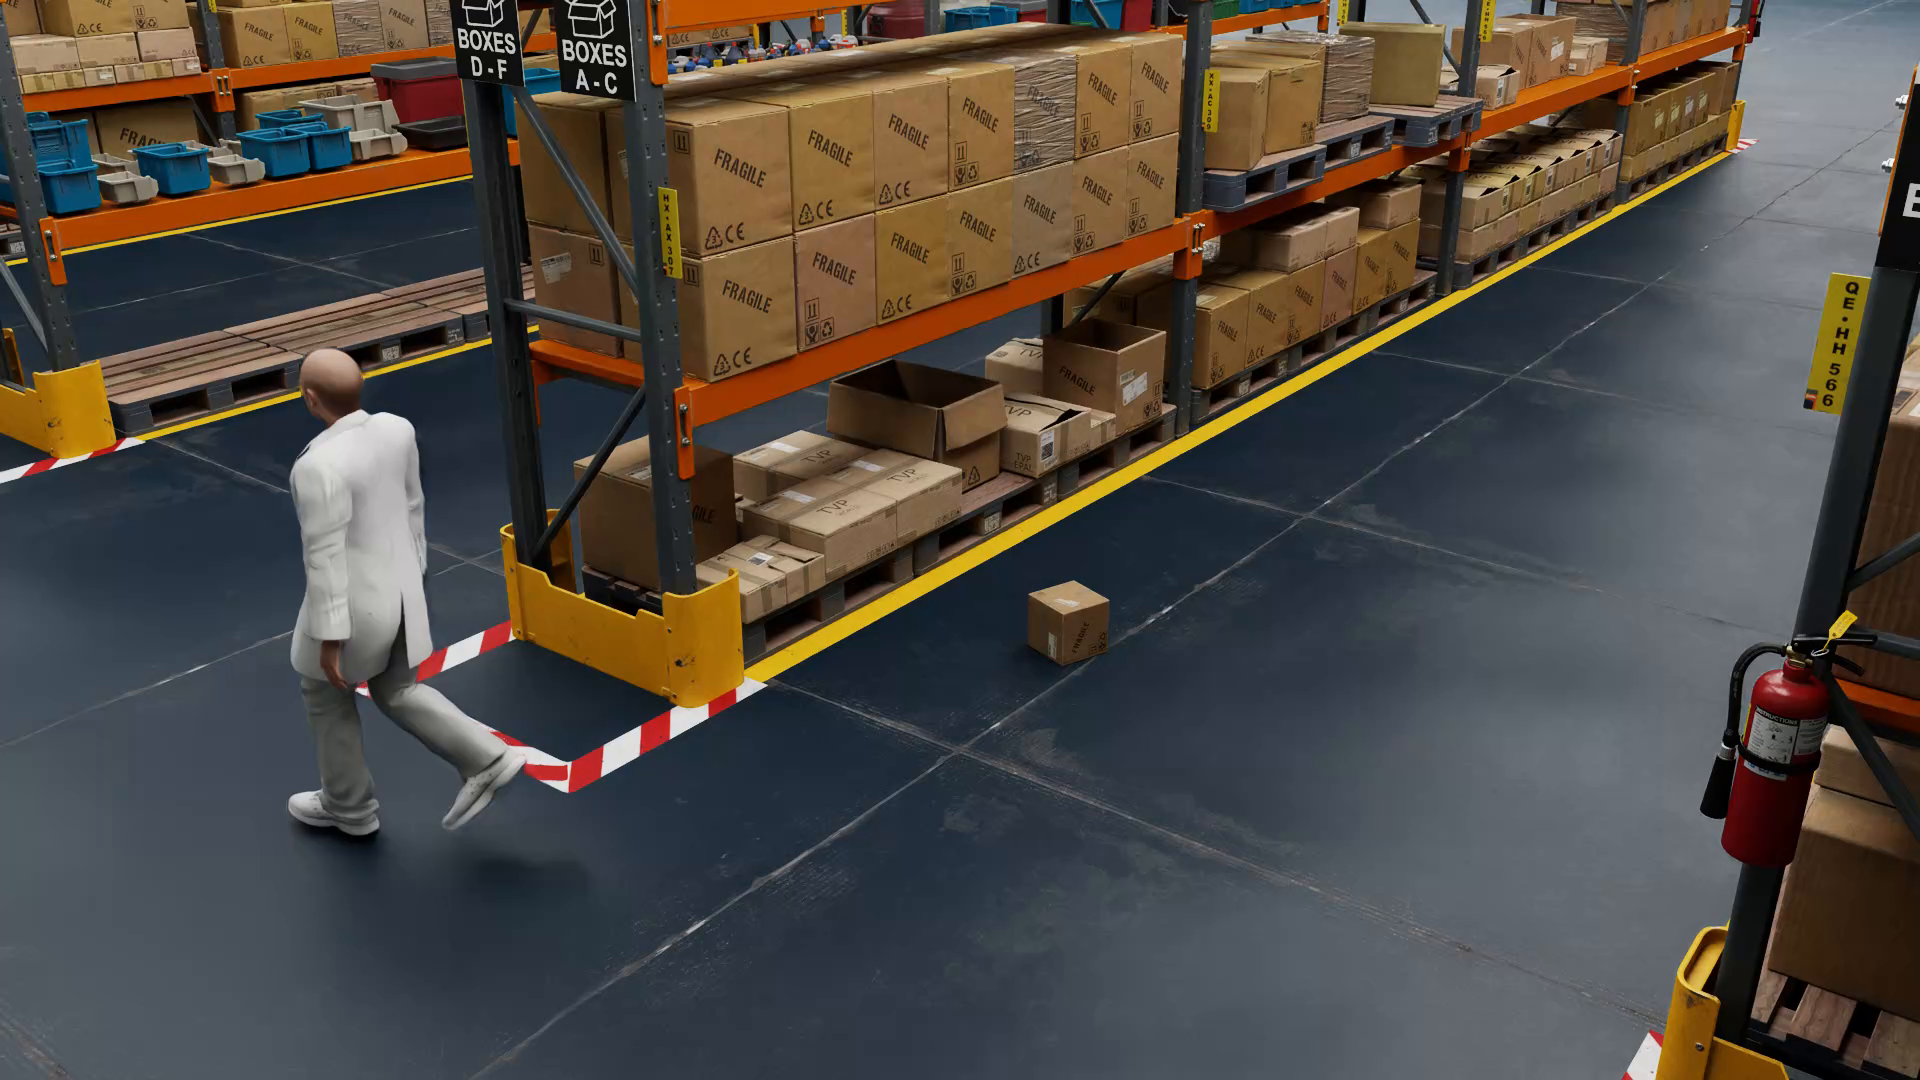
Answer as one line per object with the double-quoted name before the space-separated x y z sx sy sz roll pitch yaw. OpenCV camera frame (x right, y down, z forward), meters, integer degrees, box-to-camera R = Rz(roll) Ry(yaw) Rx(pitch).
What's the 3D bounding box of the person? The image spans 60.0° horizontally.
"person" -1.960 0.208 5.612 0.905 1.745 0.635 8 25 18
